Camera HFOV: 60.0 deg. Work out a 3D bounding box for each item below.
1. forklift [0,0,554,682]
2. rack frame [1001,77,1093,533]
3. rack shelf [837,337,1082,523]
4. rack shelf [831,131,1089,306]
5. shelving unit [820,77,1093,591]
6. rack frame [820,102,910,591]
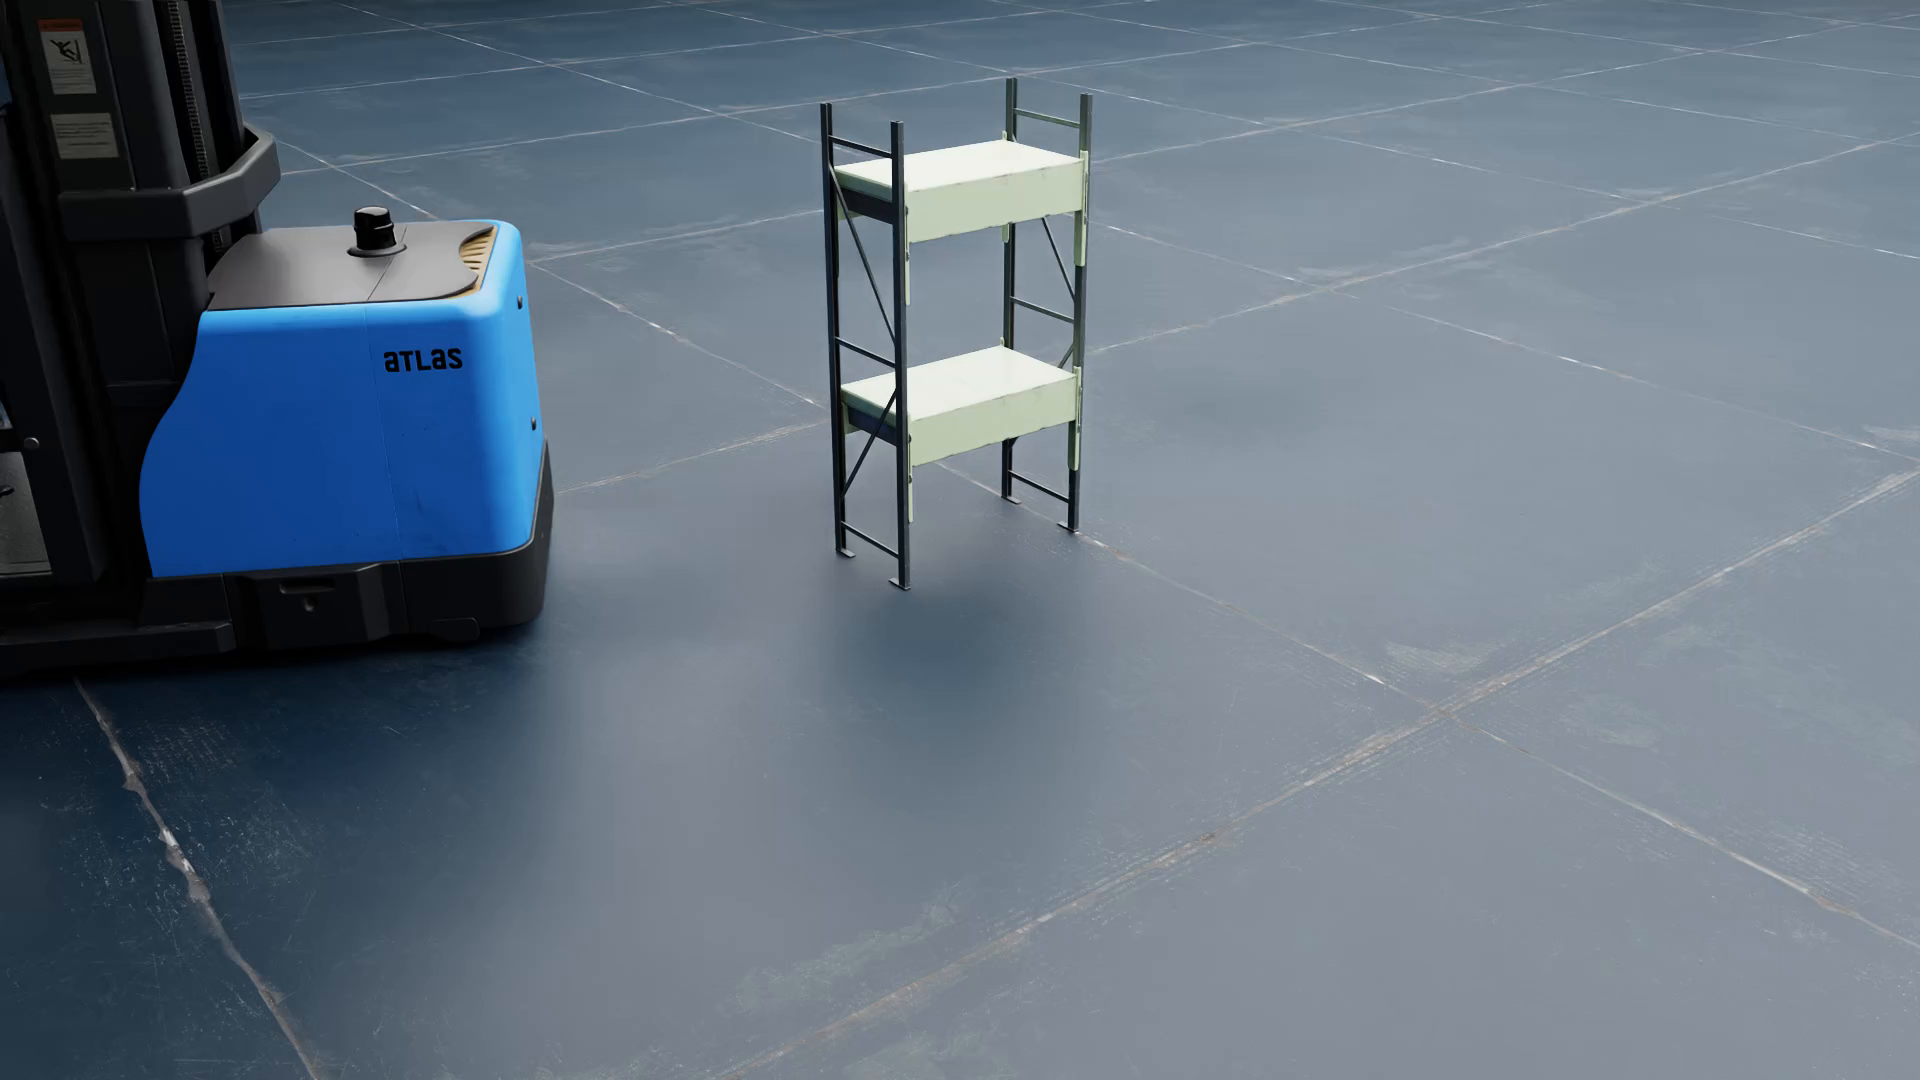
[{"bbox_3d":[-2.853,-1.117,4.675,3.031,2.935,1.130,-4,25,-9],"label":"forklift"},{"bbox_3d":[0.283,-0.774,5.635,0.023,1.500,0.400,-18,31,-34],"label":"rack frame"},{"bbox_3d":[-0.005,-0.383,5.568,0.720,0.370,0.431,-18,31,-34],"label":"rack shelf"},{"bbox_3d":[-0.005,-1.033,5.266,0.720,0.370,0.431,-18,31,-34],"label":"rack shelf"},{"bbox_3d":[-0.005,-0.679,5.431,0.755,1.500,0.431,-18,31,-34],"label":"shelving unit"},{"bbox_3d":[-0.293,-0.583,5.226,0.023,1.500,0.400,-18,31,-34],"label":"rack frame"}]
